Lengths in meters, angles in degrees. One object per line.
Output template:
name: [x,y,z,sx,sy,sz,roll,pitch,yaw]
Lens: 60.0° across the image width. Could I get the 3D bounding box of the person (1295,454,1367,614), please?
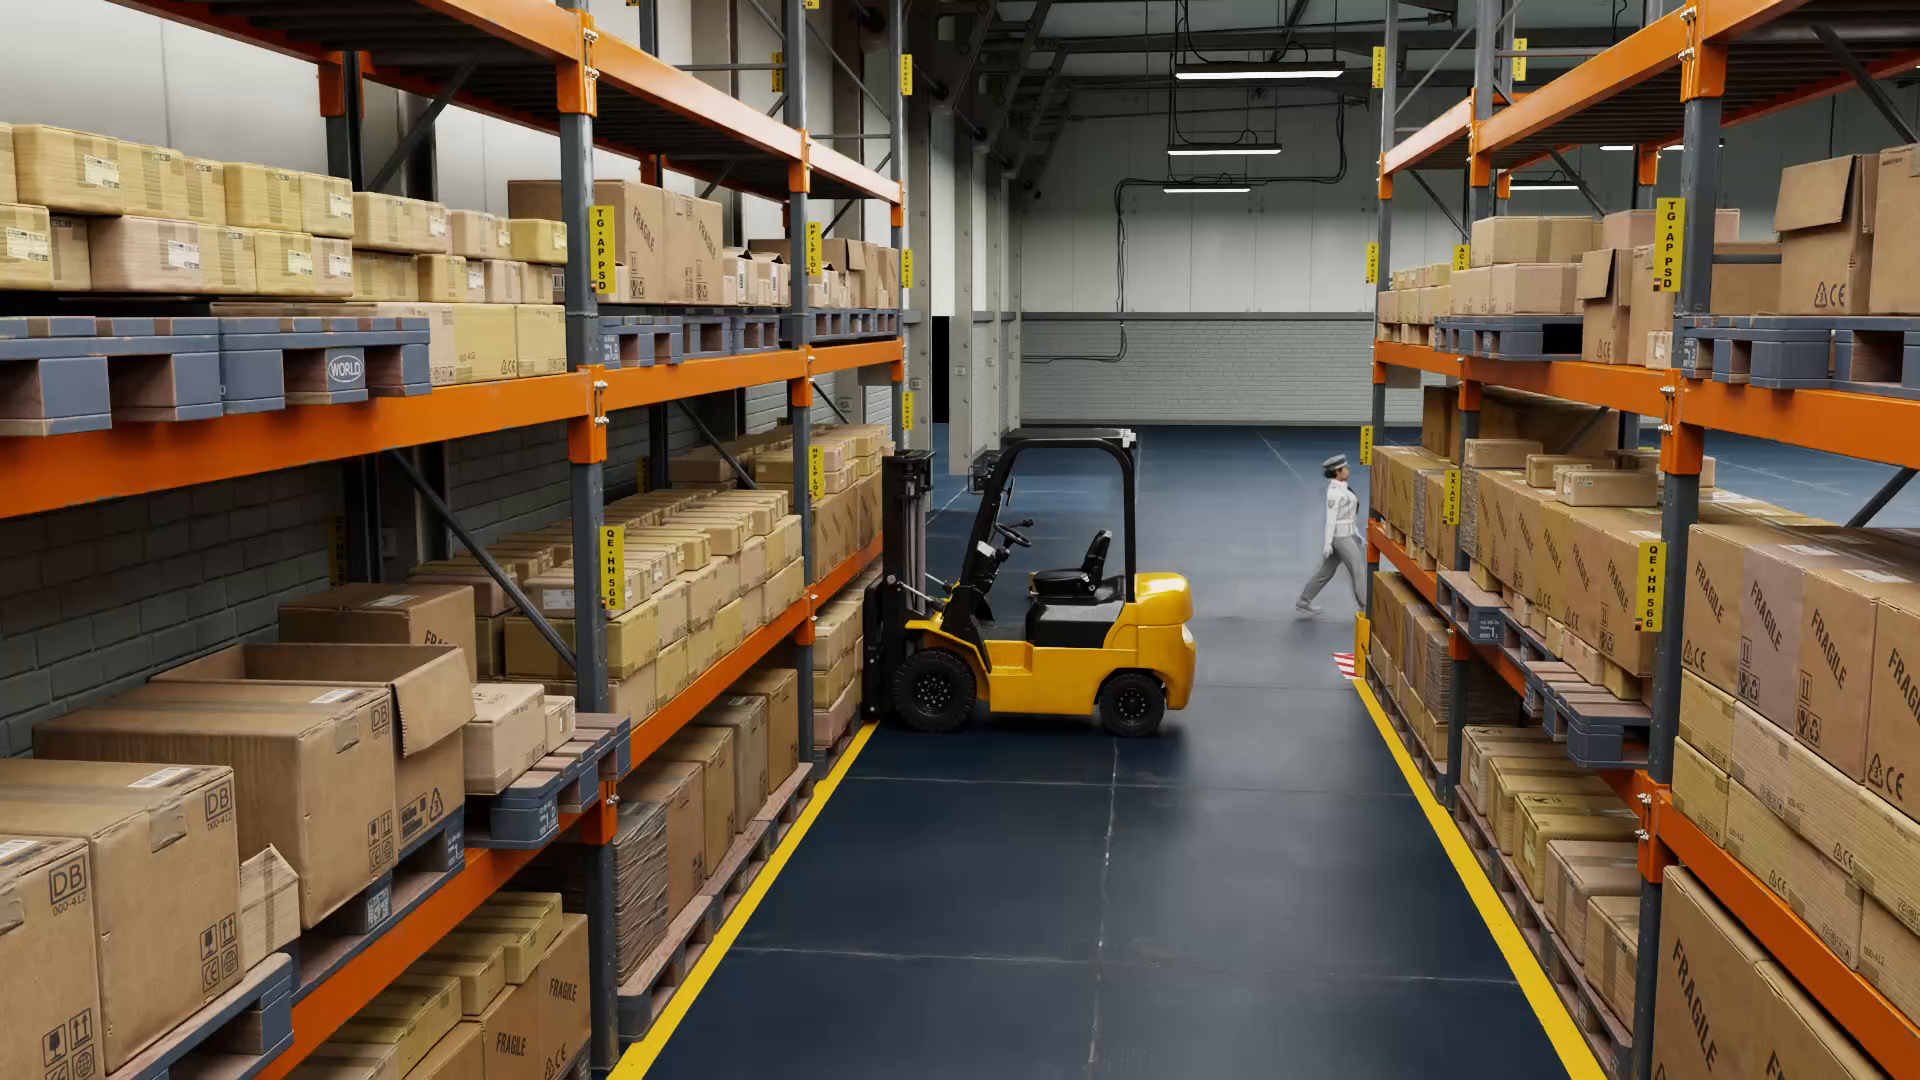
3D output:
person: [3.821,-0.040,16.455,0.970,1.635,0.512,2,8,15]
